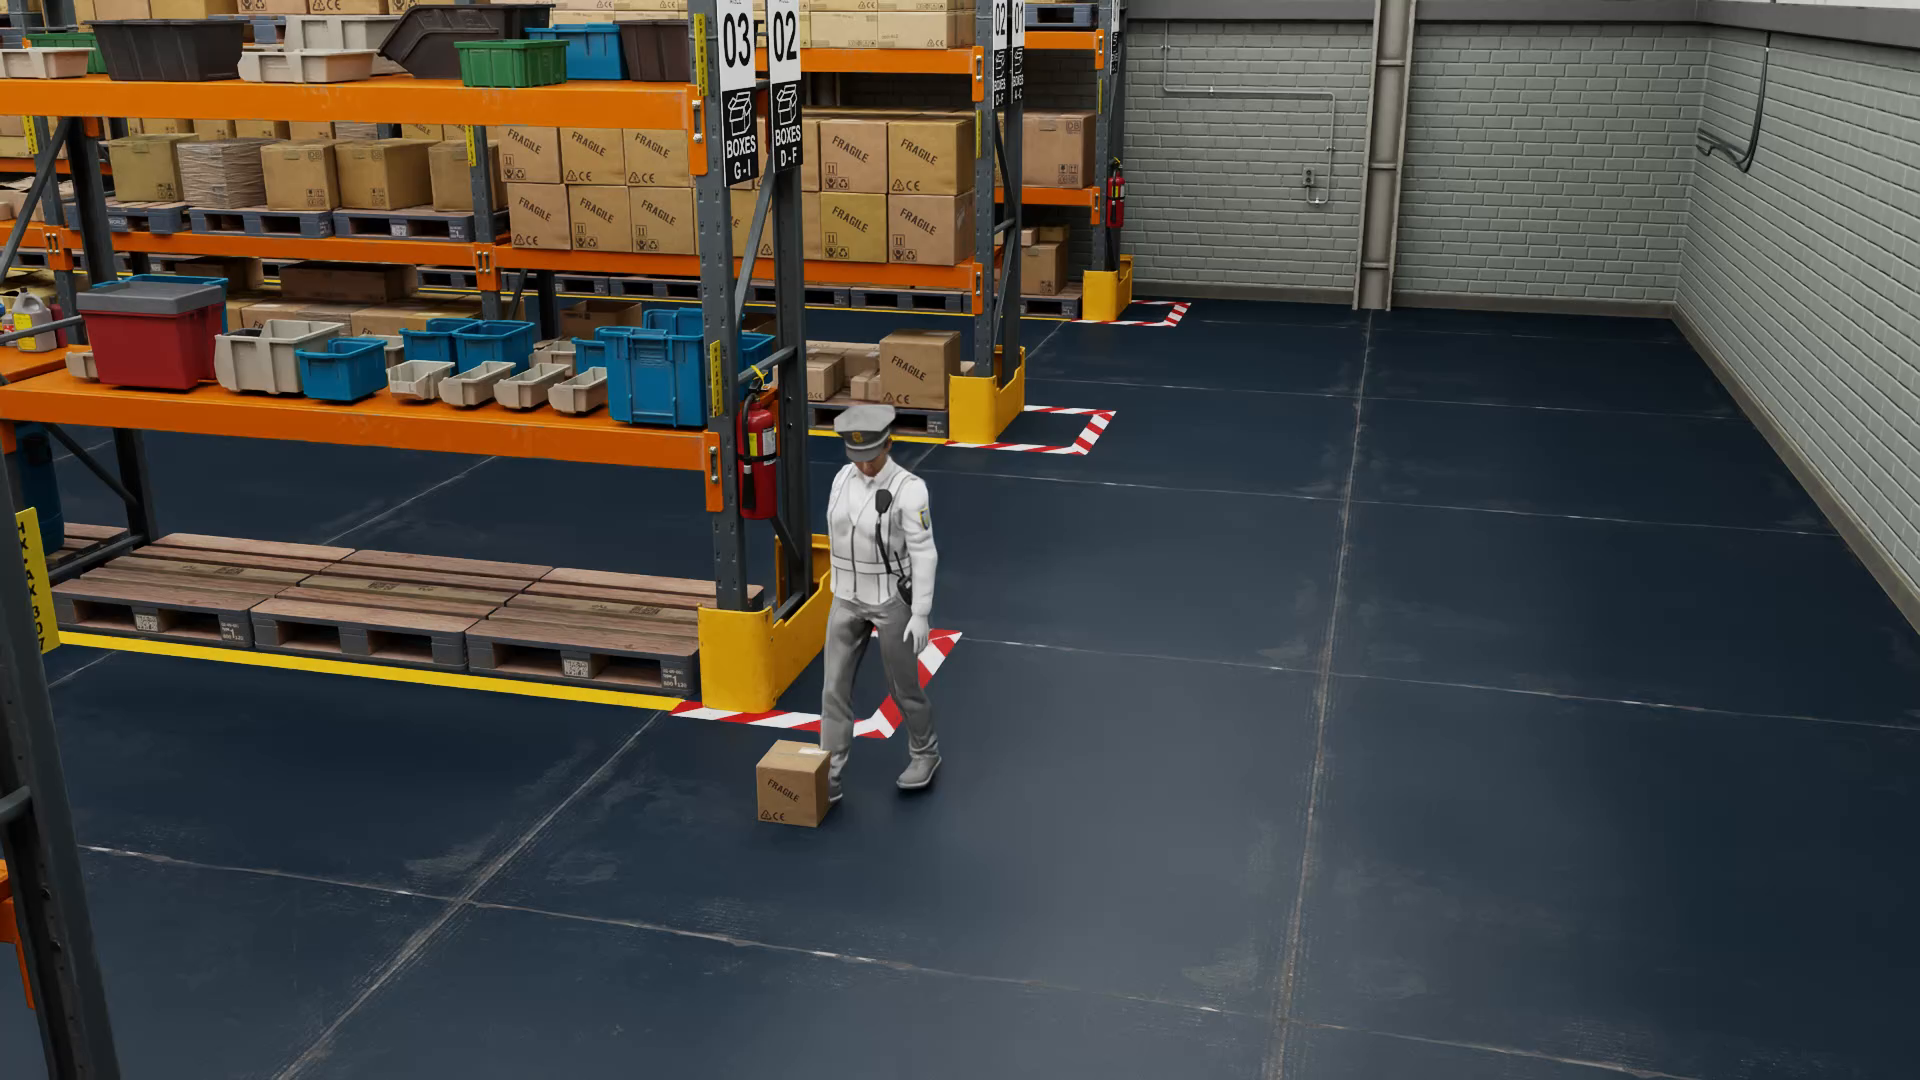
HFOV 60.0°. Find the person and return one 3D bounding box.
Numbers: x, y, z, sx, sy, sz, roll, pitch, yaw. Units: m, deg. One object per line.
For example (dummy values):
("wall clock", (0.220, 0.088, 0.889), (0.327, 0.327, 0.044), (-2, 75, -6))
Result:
("person", (-0.376, 0.282, 6.667), (0.524, 1.640, 0.722), (11, 22, 31))
